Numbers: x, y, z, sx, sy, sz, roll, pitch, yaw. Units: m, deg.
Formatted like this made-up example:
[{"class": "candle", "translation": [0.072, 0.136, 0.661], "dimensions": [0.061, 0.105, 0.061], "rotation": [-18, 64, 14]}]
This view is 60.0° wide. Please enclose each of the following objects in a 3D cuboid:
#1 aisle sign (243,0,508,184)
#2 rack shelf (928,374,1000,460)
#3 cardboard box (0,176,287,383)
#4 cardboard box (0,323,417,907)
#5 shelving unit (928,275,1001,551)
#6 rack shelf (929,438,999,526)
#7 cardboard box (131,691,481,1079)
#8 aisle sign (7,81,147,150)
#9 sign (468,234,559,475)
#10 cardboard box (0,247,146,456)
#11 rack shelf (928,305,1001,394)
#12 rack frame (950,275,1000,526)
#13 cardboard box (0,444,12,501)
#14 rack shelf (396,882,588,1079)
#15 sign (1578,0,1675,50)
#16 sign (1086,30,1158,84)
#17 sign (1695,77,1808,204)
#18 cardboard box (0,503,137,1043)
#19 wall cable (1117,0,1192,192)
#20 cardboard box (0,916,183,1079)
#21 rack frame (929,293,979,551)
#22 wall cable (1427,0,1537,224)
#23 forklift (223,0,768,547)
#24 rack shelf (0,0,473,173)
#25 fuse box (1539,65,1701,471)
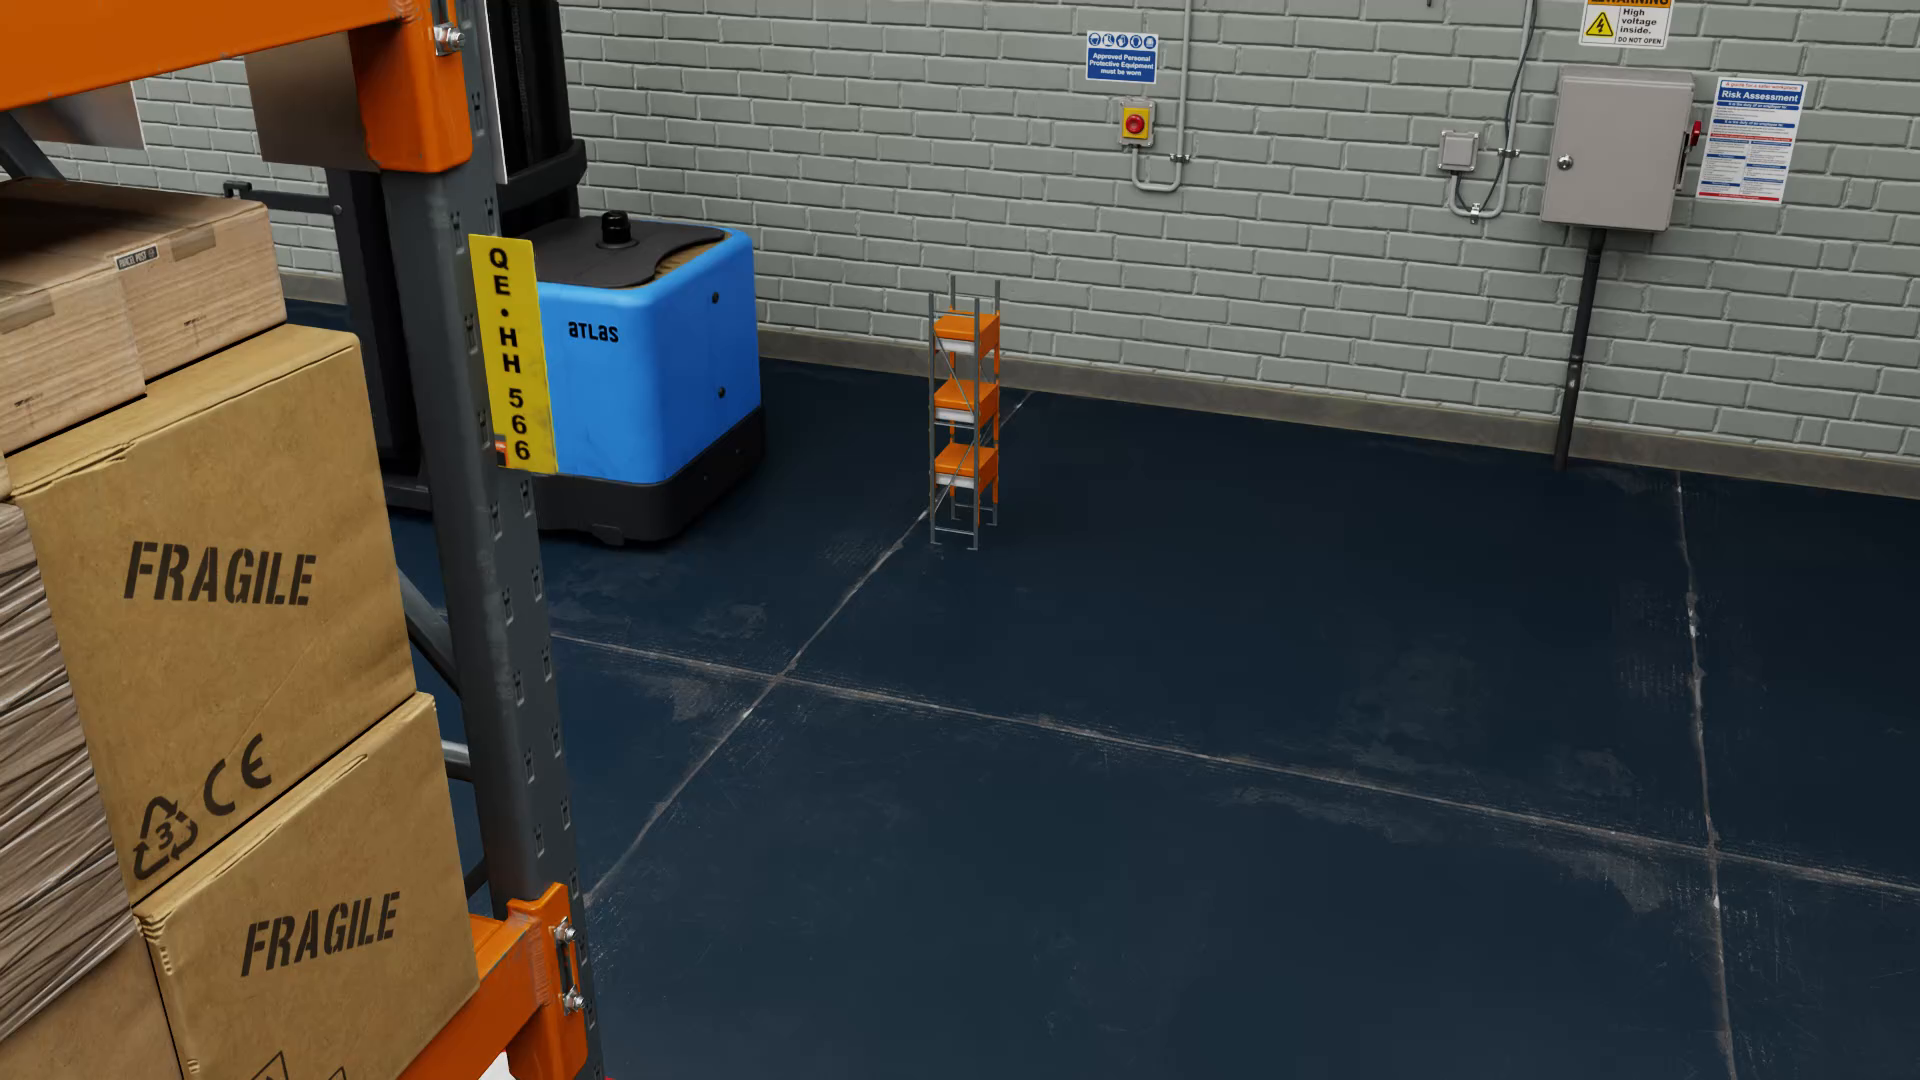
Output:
[{"class": "aisle sign", "translation": [-0.786, -0.854, 2.089], "dimensions": [0.394, 0.787, 0.004], "rotation": [9, 27, 17]}, {"class": "rack shelf", "translation": [0.018, -0.485, 6.571], "dimensions": [0.215, 0.259, 0.240], "rotation": [9, 27, 17]}, {"class": "cardboard box", "translation": [-1.032, -0.310, 1.941], "dimensions": [0.380, 0.149, 0.250], "rotation": [9, 27, 18]}, {"class": "cardboard box", "translation": [-1.038, 0.038, 1.967], "dimensions": [0.500, 0.500, 0.500], "rotation": [10, 27, 19]}, {"class": "shelving unit", "translation": [0.018, -0.495, 6.567], "dimensions": [0.215, 1.050, 0.252], "rotation": [9, 27, 17]}, {"class": "rack shelf", "translation": [0.018, -0.235, 6.692], "dimensions": [0.215, 0.259, 0.240], "rotation": [9, 27, 17]}, {"class": "cardboard box", "translation": [-1.013, 0.492, 2.176], "dimensions": [0.500, 0.500, 0.500], "rotation": [9, 27, 18]}, {"class": "aisle sign", "translation": [-1.351, -0.941, 2.268], "dimensions": [0.394, 0.787, 0.004], "rotation": [9, 27, 17]}, {"class": "sign", "translation": [-0.595, -0.243, 2.209], "dimensions": [0.100, 0.325, 0.005], "rotation": [9, 27, 17]}, {"class": "cardboard box", "translation": [-1.094, -0.202, 1.719], "dimensions": [0.380, 0.149, 0.250], "rotation": [9, 27, 18]}, {"class": "rack shelf", "translation": [0.018, -0.740, 6.448], "dimensions": [0.215, 0.259, 0.240], "rotation": [9, 27, 17]}, {"class": "rack frame", "translation": [0.058, -0.545, 6.670], "dimensions": [0.200, 1.050, 0.008], "rotation": [9, 27, 17]}, {"class": "cardboard box", "translation": [-1.101, -0.084, 1.474], "dimensions": [0.380, 0.149, 0.250], "rotation": [8, 27, 17]}, {"class": "rack shelf", "translation": [-1.767, 1.446, 1.146], "dimensions": [1.077, 0.370, 4.000], "rotation": [9, 27, 17]}, {"class": "sign", "translation": [2.702, -2.120, 6.739], "dimensions": [0.339, 0.242, 0.001], "rotation": [9, 27, 17]}, {"class": "sign", "translation": [0.727, -2.174, 7.487], "dimensions": [0.327, 0.218, 0.001], "rotation": [9, 27, 17]}, {"class": "sign", "translation": [3.220, -1.626, 6.775], "dimensions": [0.329, 0.494, 0.001], "rotation": [9, 27, 17]}, {"class": "cardboard box", "translation": [-1.184, 0.257, 1.514], "dimensions": [0.500, 0.500, 0.500], "rotation": [9, 27, 18]}, {"class": "wall cable", "translation": [0.752, -2.491, 7.252], "dimensions": [0.585, 1.953, 0.123], "rotation": [9, 27, 17]}, {"class": "cardboard box", "translation": [-1.194, 0.696, 1.755], "dimensions": [0.500, 0.500, 0.500], "rotation": [8, 27, 16]}, {"class": "rack frame", "translation": [-0.023, -0.444, 6.463], "dimensions": [0.200, 1.050, 0.008], "rotation": [9, 27, 17]}, {"class": "wall cable", "translation": [2.094, -2.276, 6.843], "dimensions": [0.588, 1.984, 0.122], "rotation": [9, 27, 17]}, {"class": "forklift", "translation": [-2.429, -1.666, 6.828], "dimensions": [3.031, 2.935, 1.130], "rotation": [8, 27, 17]}, {"class": "rack shelf", "translation": [-1.767, 0.096, 0.492], "dimensions": [1.077, 0.370, 4.000], "rotation": [9, 27, 17]}, {"class": "fuse box", "translation": [2.685, -1.075, 7.008], "dimensions": [0.539, 1.711, 0.414], "rotation": [9, 27, 17]}]
